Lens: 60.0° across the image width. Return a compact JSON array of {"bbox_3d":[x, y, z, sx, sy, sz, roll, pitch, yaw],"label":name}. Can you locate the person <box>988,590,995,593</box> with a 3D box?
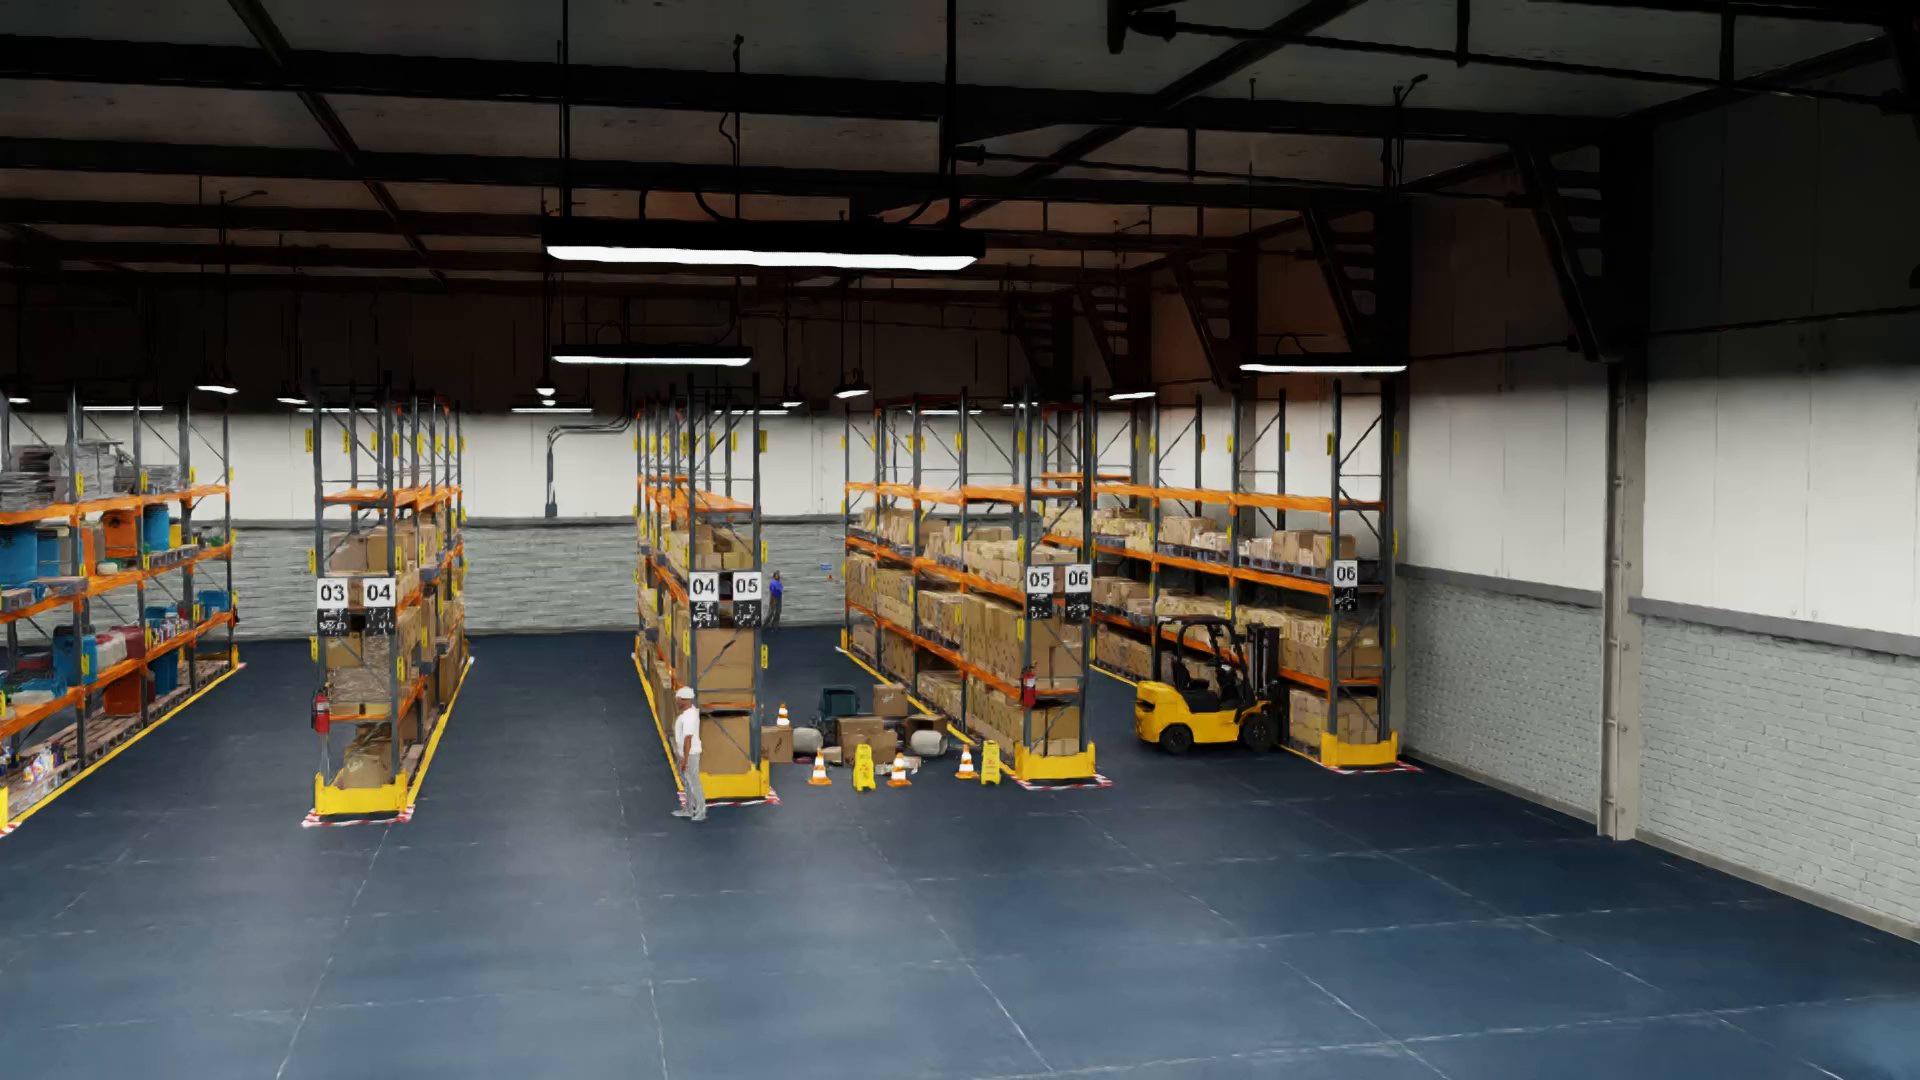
[{"bbox_3d":[1.037,1.622,44.120,0.485,1.656,0.657,-3,5,-44],"label":"person"}]

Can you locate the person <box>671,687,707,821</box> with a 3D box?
[{"bbox_3d":[-3.615,2.831,22.134,0.473,1.763,0.626,-1,3,-9],"label":"person"}]

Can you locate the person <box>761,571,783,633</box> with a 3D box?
[{"bbox_3d":[-5.007,1.640,44.029,0.492,1.652,0.650,2,4,33],"label":"person"}]
